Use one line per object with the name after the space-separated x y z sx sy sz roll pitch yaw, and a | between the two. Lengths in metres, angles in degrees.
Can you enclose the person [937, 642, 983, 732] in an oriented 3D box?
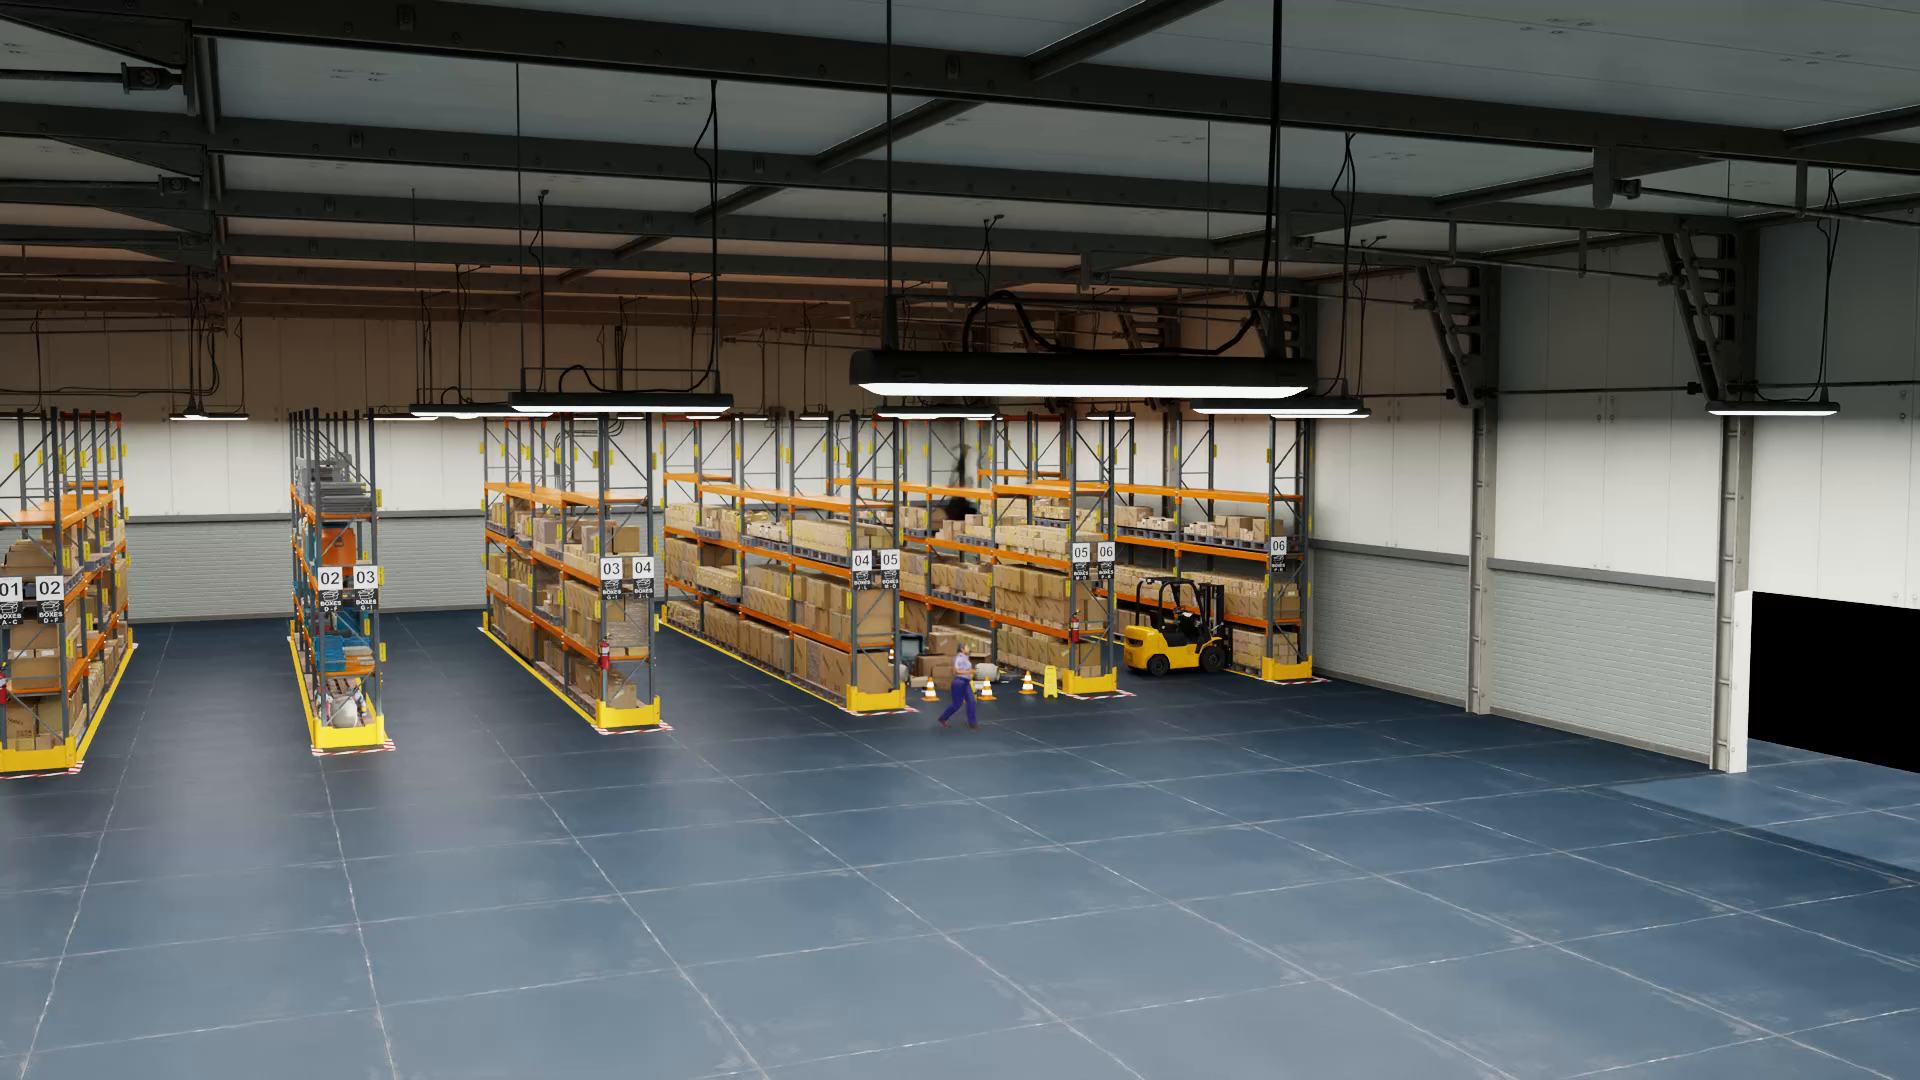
-0.006 2.749 30.925 0.864 1.662 0.585 1 4 15 | person
